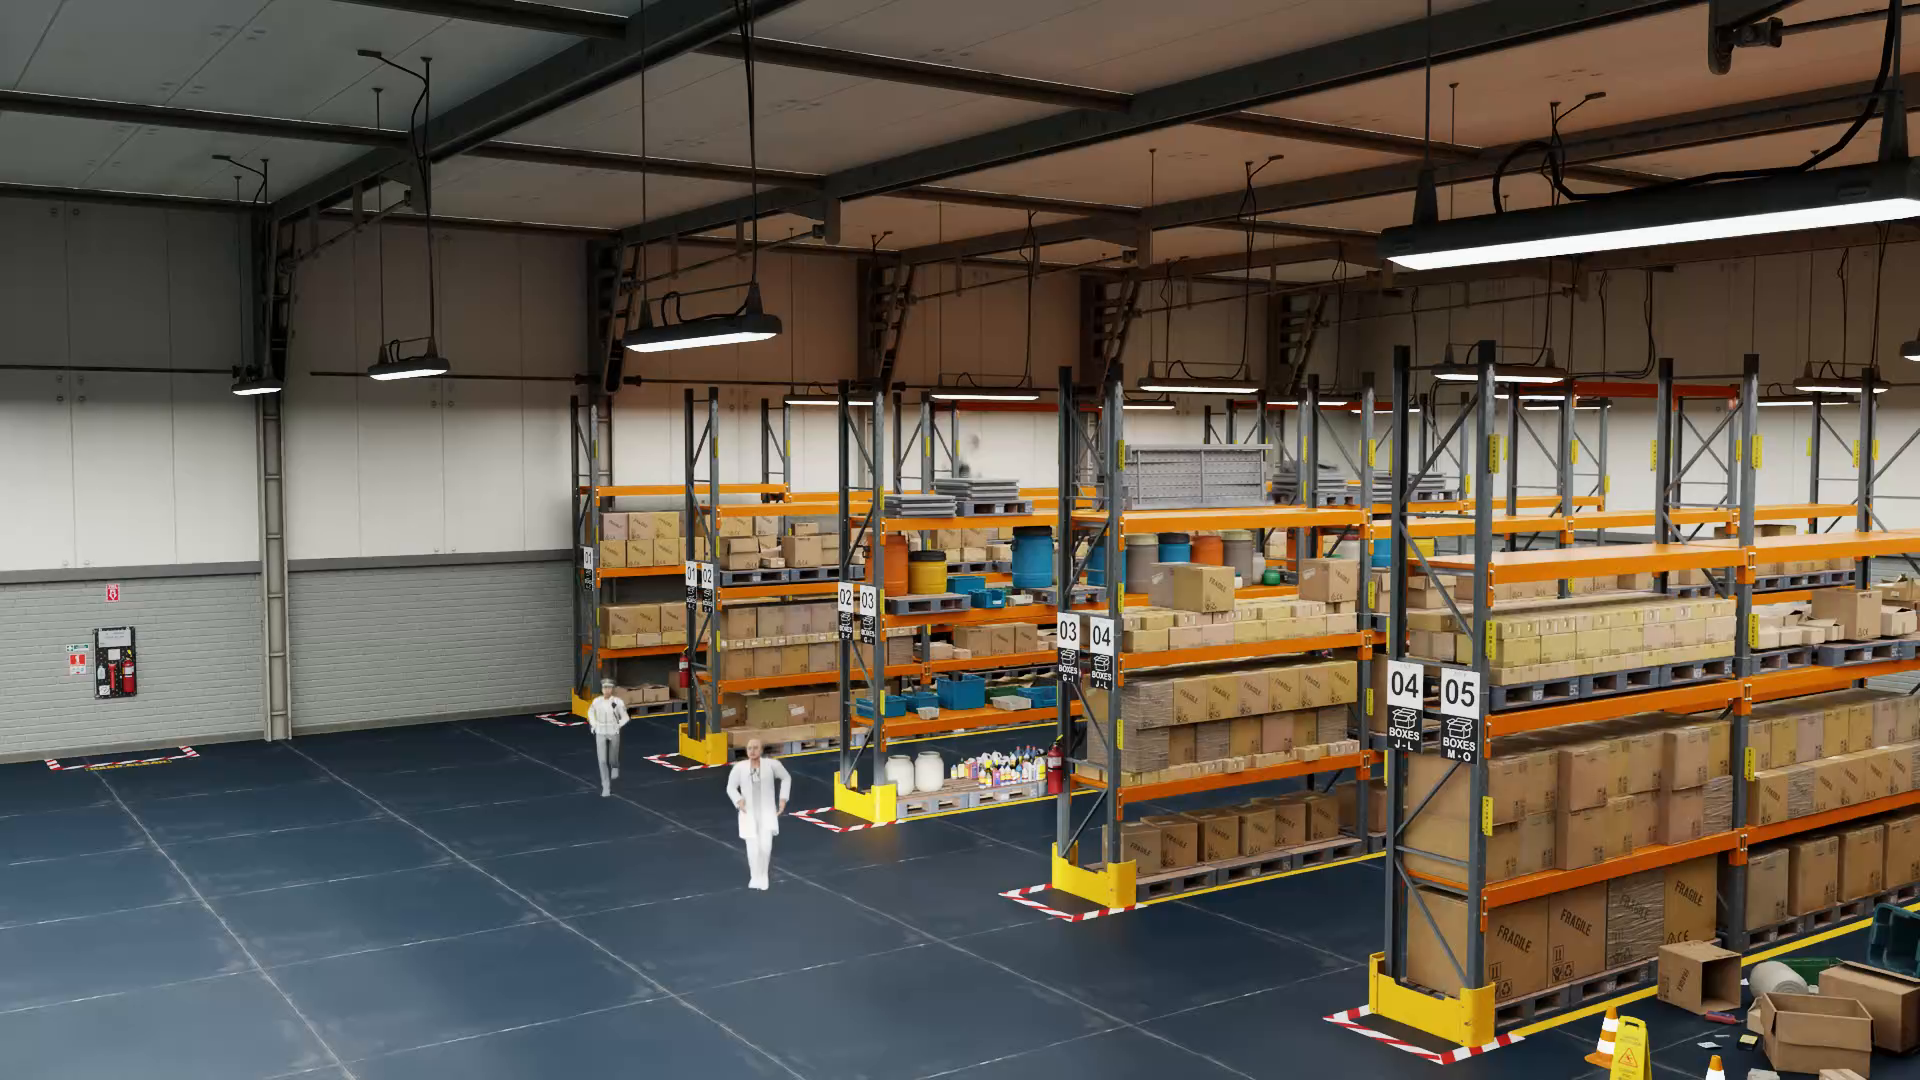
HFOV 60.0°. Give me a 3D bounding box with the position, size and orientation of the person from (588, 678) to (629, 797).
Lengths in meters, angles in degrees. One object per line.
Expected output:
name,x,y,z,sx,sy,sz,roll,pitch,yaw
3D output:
person,-5.172,2.867,24.423,0.618,1.696,0.802,0,3,-5

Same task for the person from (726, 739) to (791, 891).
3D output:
person,-2.314,3.146,19.030,0.721,1.740,0.680,0,3,-1

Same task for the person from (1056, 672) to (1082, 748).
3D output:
person,1.727,2.705,27.515,0.556,1.609,0.571,-3,4,-38
